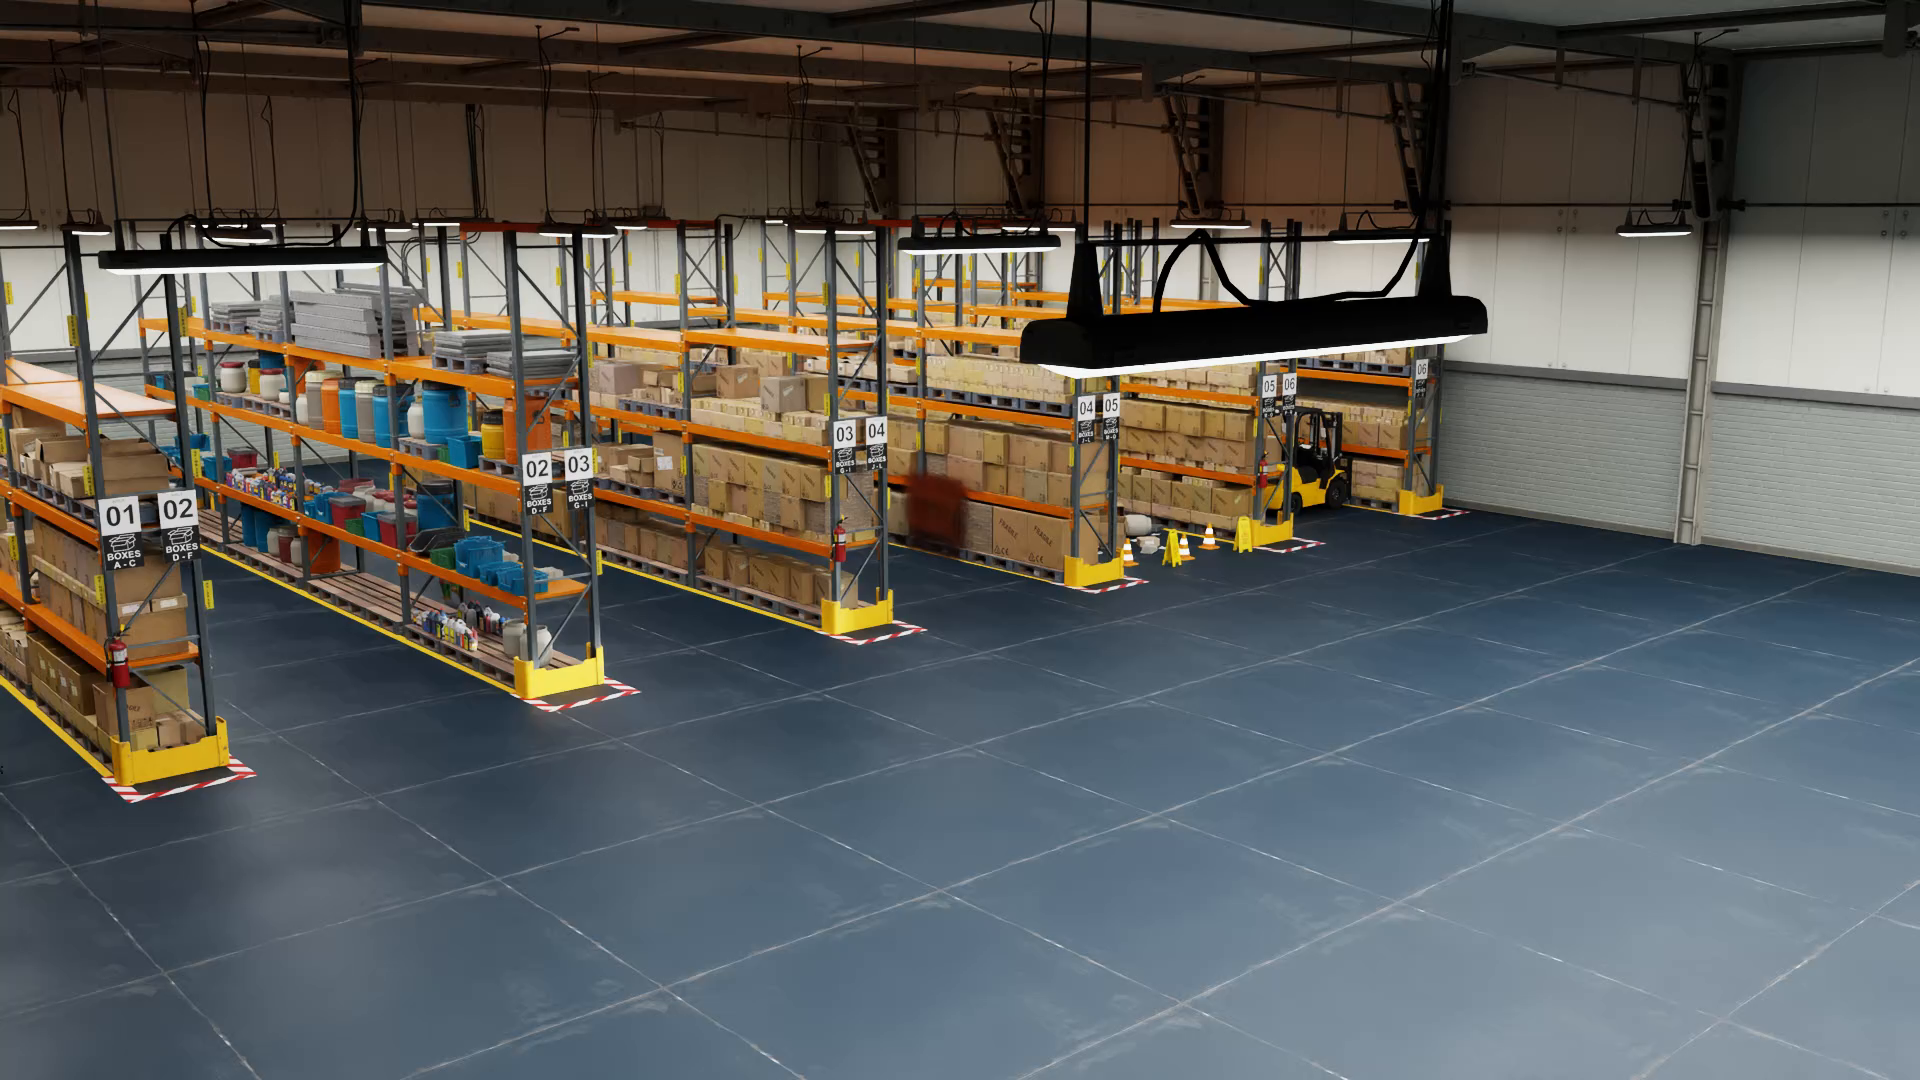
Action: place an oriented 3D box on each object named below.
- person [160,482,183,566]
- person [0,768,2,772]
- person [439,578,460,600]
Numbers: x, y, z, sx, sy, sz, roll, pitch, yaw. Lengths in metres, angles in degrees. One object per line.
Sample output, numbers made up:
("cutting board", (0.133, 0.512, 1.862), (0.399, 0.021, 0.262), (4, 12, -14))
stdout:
("person", (-13.866, -0.261, 29.209), (0.562, 1.566, 0.750), (-6, 13, -29))
("person", (-11.192, 1.791, 18.713), (1.015, 1.655, 0.537), (7, 13, 32))
("person", (-8.372, 0.078, 26.917), (0.558, 1.759, 0.520), (-4, 12, -20))
